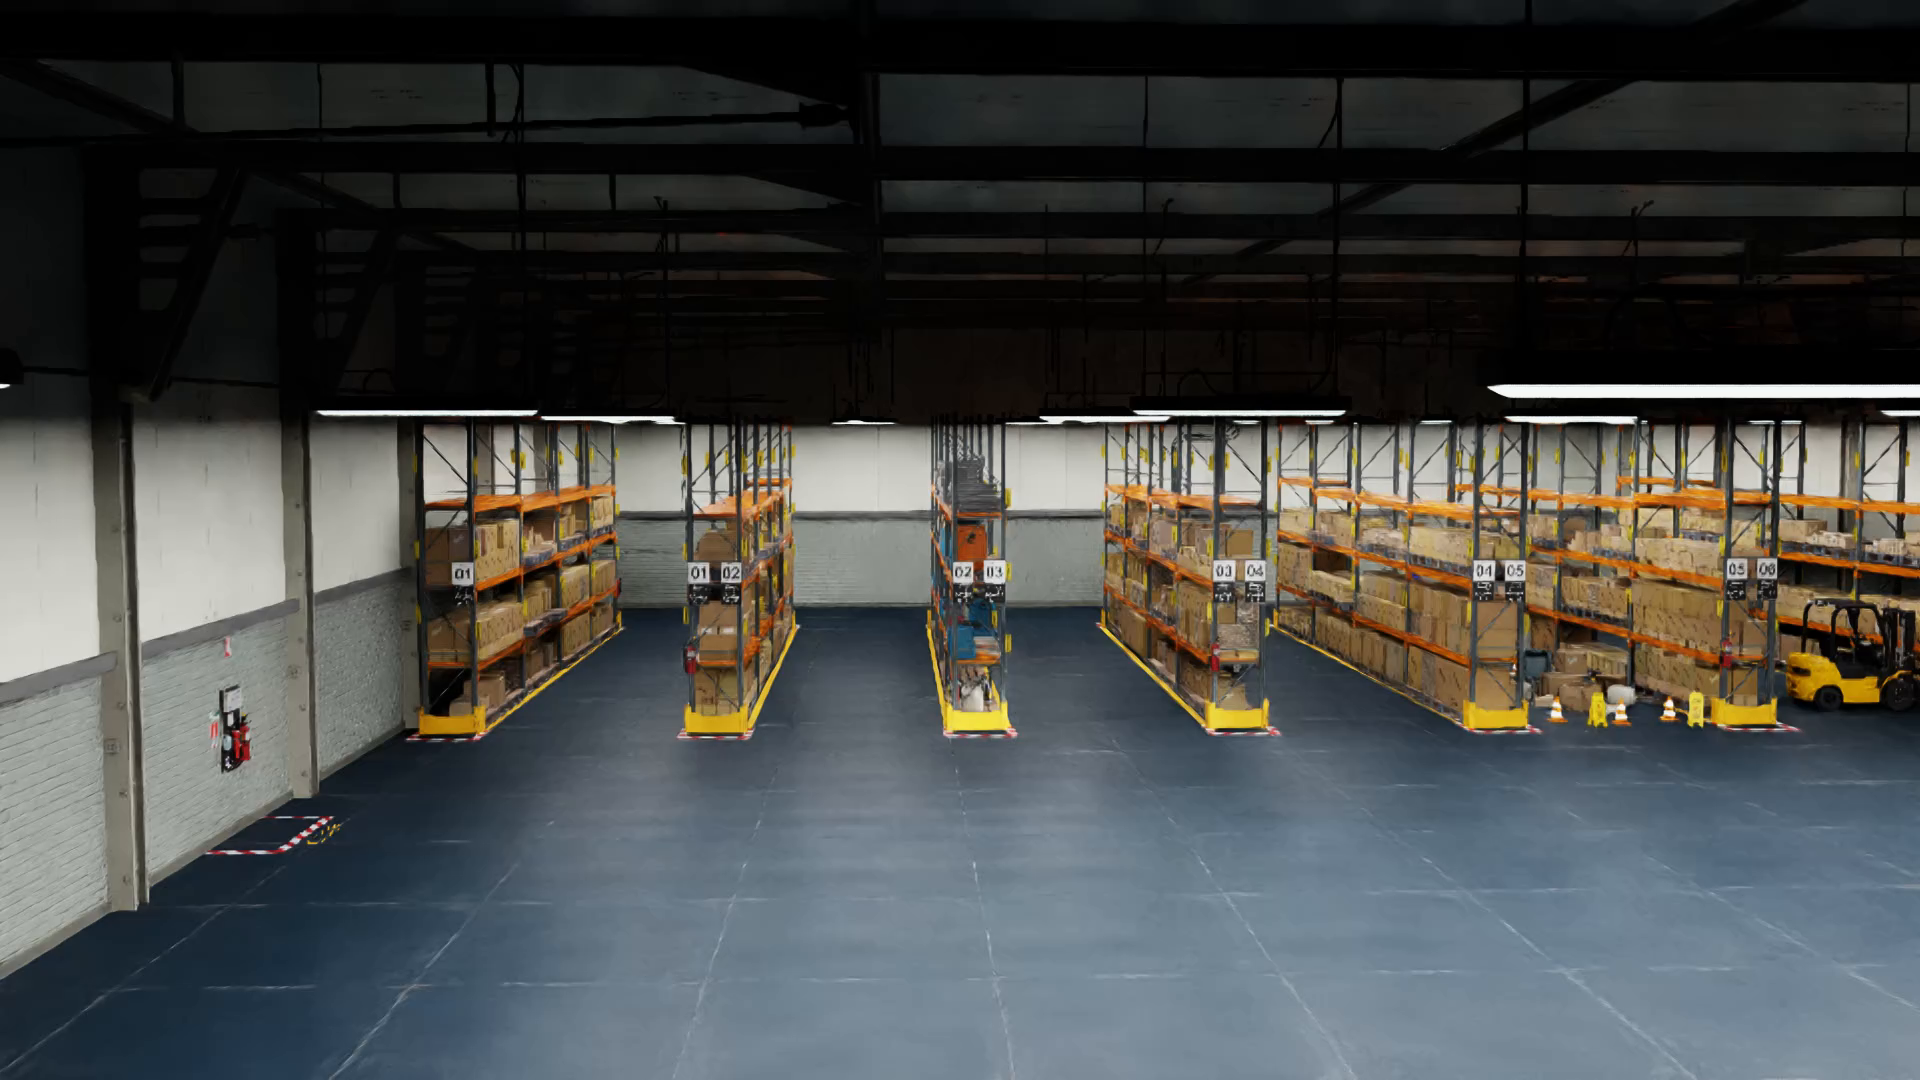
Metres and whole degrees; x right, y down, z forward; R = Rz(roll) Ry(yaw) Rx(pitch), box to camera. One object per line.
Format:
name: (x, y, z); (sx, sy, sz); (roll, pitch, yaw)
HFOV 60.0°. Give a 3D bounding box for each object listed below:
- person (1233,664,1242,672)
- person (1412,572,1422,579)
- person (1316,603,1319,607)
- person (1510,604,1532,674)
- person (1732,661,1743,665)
person: (6.546, 2.219, 38.931); (0.540, 1.676, 1.130); (0, 4, -5)
person: (14.263, 1.371, 52.004); (0.508, 1.646, 0.552); (3, 5, 35)
person: (10.603, 1.467, 49.625); (0.496, 1.784, 0.637); (-3, 5, -38)
person: (12.850, 2.288, 37.975); (0.569, 1.668, 0.561); (2, 4, 25)
person: (16.891, 2.358, 36.262); (0.497, 1.765, 0.625); (2, 4, 27)
